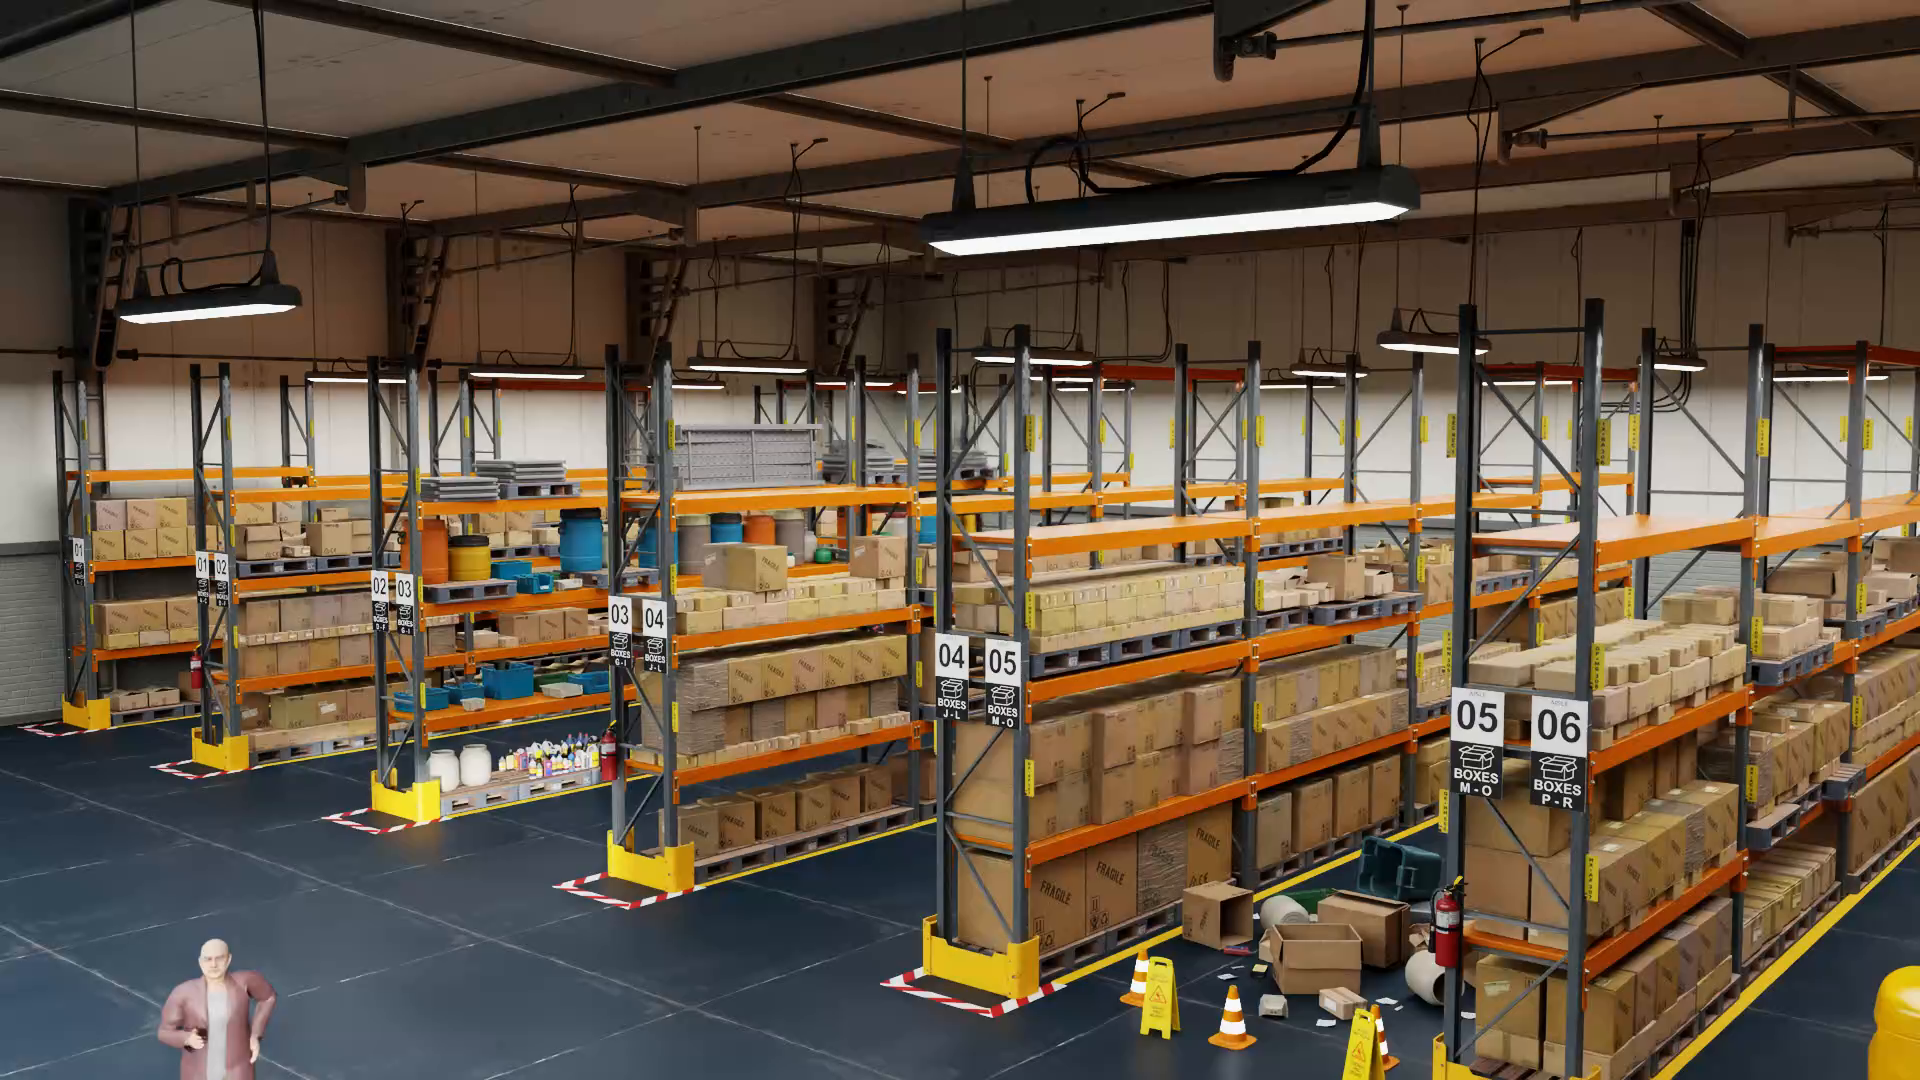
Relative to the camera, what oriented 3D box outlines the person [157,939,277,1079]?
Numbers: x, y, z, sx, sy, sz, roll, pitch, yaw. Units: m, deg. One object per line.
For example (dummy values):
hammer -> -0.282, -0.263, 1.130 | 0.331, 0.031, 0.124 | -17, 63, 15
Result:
person -> -4.815, 3.493, 10.806 | 0.699, 1.837, 0.811 | -1, 4, -19
